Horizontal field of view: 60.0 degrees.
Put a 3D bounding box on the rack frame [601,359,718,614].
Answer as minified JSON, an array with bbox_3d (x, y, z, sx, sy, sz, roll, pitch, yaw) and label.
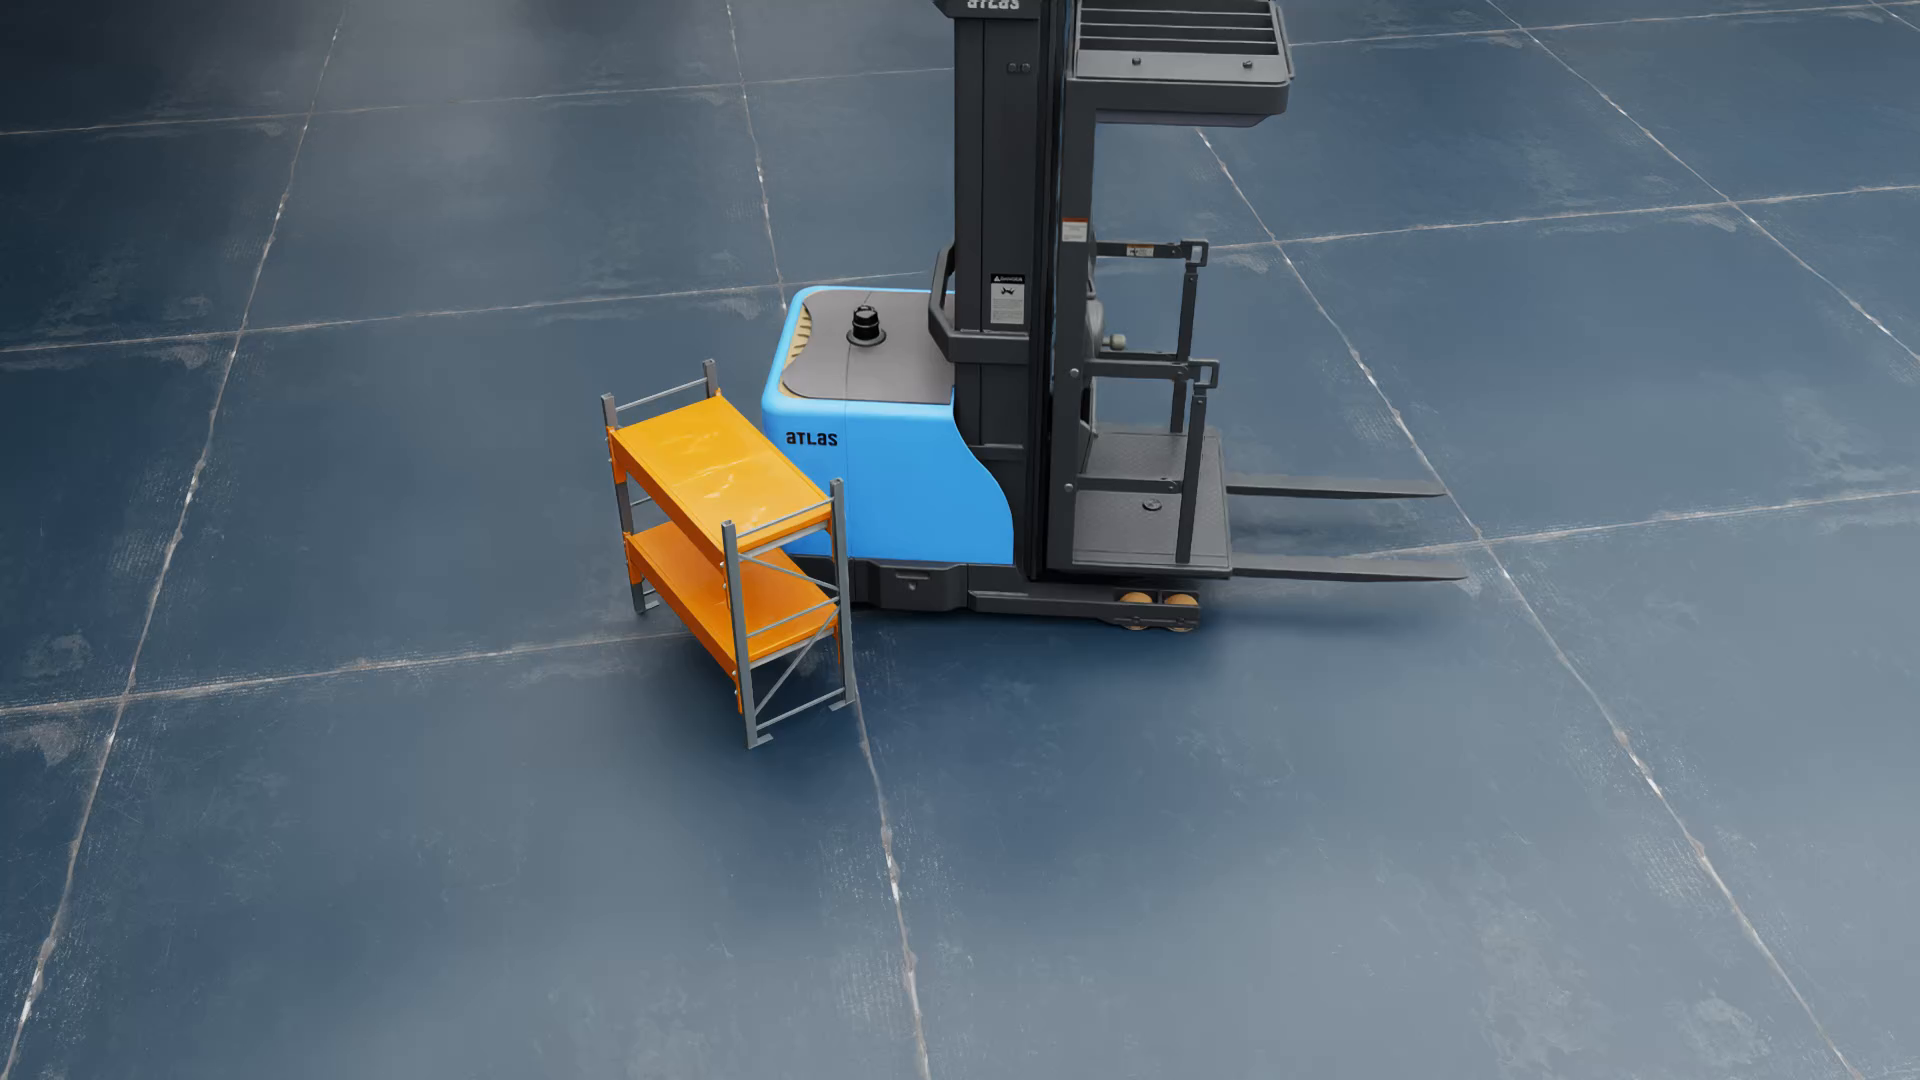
[{"bbox_3d":[-1.225,-0.212,7.106,0.500,1.125,0.032,-23,43,-27],"label":"rack frame"}]

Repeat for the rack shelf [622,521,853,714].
[{"bbox_3d":[-0.937,0.238,6.925,0.538,0.278,1.000,-23,43,-27],"label":"rack shelf"}]

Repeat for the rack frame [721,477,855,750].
[{"bbox_3d":[-0.649,0.302,6.444,0.500,1.125,0.032,-23,43,-27],"label":"rack frame"}]

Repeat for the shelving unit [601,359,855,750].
[{"bbox_3d":[-0.937,0.045,6.775,0.538,1.125,1.048,-23,43,-27],"label":"shelving unit"}]

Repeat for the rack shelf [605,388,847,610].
[{"bbox_3d":[-0.937,-0.186,6.595,0.538,0.278,1.000,-23,43,-27],"label":"rack shelf"}]

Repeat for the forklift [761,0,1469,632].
[{"bbox_3d":[0.716,-1.097,6.773,3.031,2.935,1.130,3,38,3],"label":"forklift"}]
